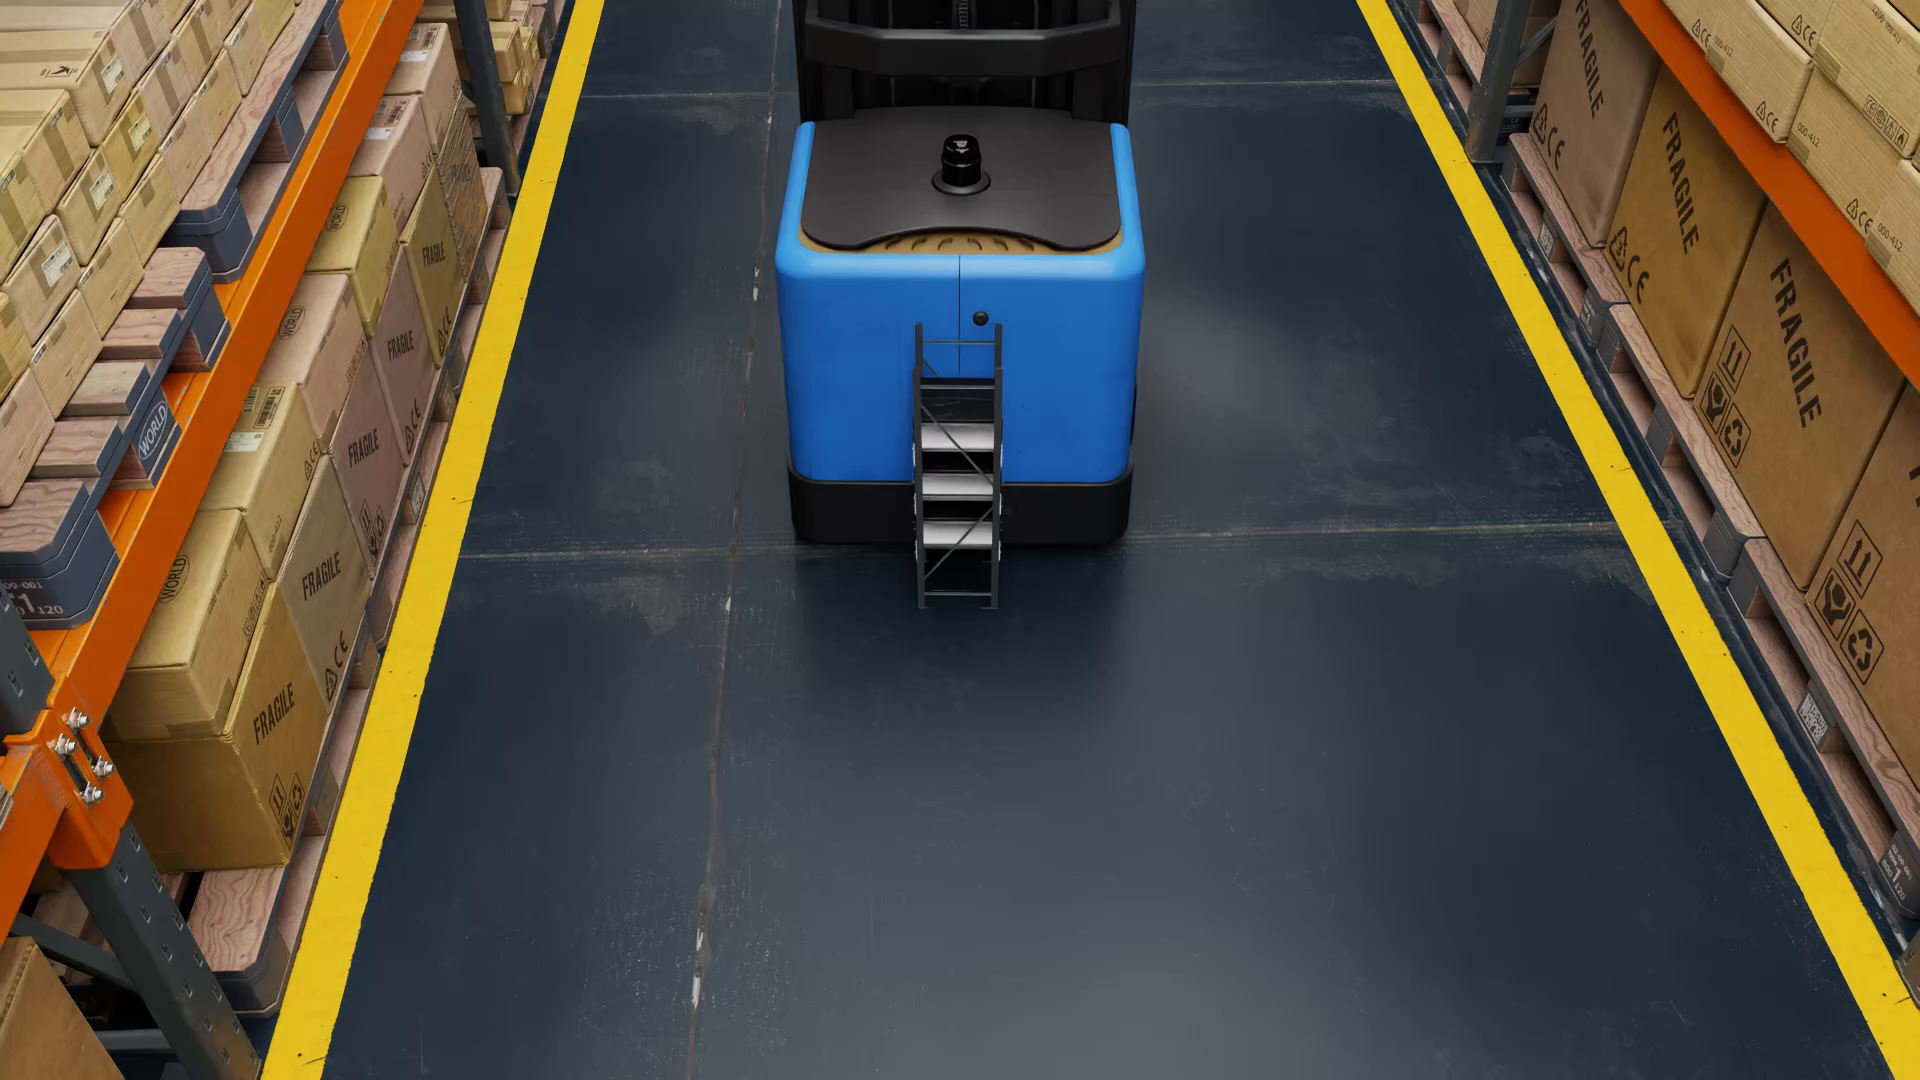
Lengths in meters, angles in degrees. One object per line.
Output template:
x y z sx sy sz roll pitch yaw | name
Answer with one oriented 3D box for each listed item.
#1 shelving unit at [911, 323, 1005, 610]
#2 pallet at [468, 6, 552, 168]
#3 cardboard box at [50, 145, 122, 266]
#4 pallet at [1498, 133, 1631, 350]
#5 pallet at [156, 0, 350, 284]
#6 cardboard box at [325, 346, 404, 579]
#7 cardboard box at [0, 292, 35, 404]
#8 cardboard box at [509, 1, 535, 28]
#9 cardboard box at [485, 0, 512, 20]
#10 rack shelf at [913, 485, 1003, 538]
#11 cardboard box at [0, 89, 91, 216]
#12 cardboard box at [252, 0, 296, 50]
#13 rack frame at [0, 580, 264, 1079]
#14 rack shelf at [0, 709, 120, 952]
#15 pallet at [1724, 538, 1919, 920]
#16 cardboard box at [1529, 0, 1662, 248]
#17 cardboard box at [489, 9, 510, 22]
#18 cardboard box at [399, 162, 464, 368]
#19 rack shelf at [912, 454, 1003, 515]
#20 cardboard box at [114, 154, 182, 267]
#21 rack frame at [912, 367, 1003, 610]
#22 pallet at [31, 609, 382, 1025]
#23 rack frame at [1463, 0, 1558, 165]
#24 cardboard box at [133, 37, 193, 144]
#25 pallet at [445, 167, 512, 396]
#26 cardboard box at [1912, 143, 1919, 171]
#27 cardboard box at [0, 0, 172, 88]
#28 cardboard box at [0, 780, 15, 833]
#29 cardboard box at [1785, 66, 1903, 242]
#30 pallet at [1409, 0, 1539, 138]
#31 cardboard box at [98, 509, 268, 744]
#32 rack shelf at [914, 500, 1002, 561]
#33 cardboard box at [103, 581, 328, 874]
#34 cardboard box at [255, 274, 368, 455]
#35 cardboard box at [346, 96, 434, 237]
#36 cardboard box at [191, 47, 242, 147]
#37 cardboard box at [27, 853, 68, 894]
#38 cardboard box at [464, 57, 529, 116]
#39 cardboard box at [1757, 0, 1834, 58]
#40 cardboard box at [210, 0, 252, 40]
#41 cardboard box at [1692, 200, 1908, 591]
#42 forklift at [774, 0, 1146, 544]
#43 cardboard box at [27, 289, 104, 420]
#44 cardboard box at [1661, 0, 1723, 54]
-0.005 -0.193 4.795 0.258 0.900 0.210 0 43 1 | shelving unit
-2.368 -1.945 7.216 1.003 0.211 1.213 -2 43 -2 | pallet
-1.983 -0.687 3.435 0.380 0.149 0.250 -3 43 -3 | cardboard box
2.745 -1.184 6.386 1.003 0.211 1.213 -2 43 -2 | pallet
-2.259 -1.085 4.355 1.003 0.211 1.213 -2 43 -2 | pallet
-1.961 -0.224 4.814 0.500 0.500 0.500 -3 43 -3 | cardboard box
-1.954 -0.324 3.038 0.380 0.149 0.250 0 43 0 | cardboard box
-2.073 -2.225 7.257 0.380 0.149 0.250 -2 43 -2 | cardboard box
-2.064 -2.270 6.865 0.380 0.149 0.250 0 43 0 | cardboard box
-0.005 -0.102 4.878 0.258 0.077 0.200 0 43 1 | rack shelf
-1.981 -0.766 3.301 0.380 0.149 0.250 -2 43 -2 | cardboard box
-2.031 -1.441 4.477 0.380 0.149 0.250 0 43 0 | cardboard box
-2.134 0.180 2.834 1.000 3.000 0.127 -2 43 -2 | rack frame
-2.049 1.795 1.604 1.077 0.370 4.000 -2 43 -2 | rack shelf
2.849 0.463 4.588 1.003 0.211 1.213 -2 43 -2 | pallet
2.743 -1.686 6.131 0.875 0.875 0.875 0 43 0 | cardboard box
-2.100 -2.156 6.961 0.380 0.149 0.250 -1 43 -1 | cardboard box
-2.000 -0.915 5.567 0.500 0.500 0.500 -3 43 -3 | cardboard box
-0.005 -0.169 4.817 0.258 0.077 0.200 0 43 1 | rack shelf
-1.988 -0.736 3.708 0.380 0.149 0.250 0 43 0 | cardboard box
-0.006 -0.125 4.720 0.240 0.900 0.006 0 43 1 | rack frame
-2.166 0.680 4.352 1.003 0.211 1.213 -2 43 -2 | pallet
2.637 -2.731 6.009 1.000 3.000 0.127 -2 43 -2 | rack frame
-2.003 -1.026 3.804 0.380 0.149 0.250 -2 43 -2 | cardboard box
-2.270 -0.967 6.149 1.003 0.211 1.213 -2 43 -2 | pallet
2.507 -0.825 3.671 0.500 0.250 0.500 -3 43 -3 | cardboard box
-2.005 -1.128 3.695 0.380 0.149 0.250 0 43 0 | cardboard box
-1.847 0.439 2.477 0.500 0.500 0.500 -2 43 -2 | cardboard box
2.483 -0.994 4.225 0.500 0.250 0.500 -2 43 -2 | cardboard box
2.683 -2.218 7.514 1.003 0.211 1.213 -2 43 -2 | pallet
-1.922 0.198 3.799 0.500 0.250 0.500 -3 43 -4 | cardboard box
-0.005 -0.036 4.939 0.258 0.077 0.200 0 43 1 | rack shelf
-1.910 0.462 4.065 0.500 0.500 0.500 -3 43 -4 | cardboard box
-1.952 -0.479 4.537 0.500 0.250 0.500 -1 43 -1 | cardboard box
-2.012 -1.187 5.310 0.500 0.250 0.500 0 43 0 | cardboard box
-2.010 -1.085 4.089 0.380 0.149 0.250 -1 43 -1 | cardboard box
-2.424 0.510 4.013 0.500 0.500 0.500 -2 43 -2 | cardboard box
-1.999 -1.879 6.879 0.380 0.149 0.250 -3 43 -4 | cardboard box
2.443 -1.521 4.430 0.500 0.250 0.500 -3 43 -3 | cardboard box
-2.026 -1.375 4.186 0.380 0.149 0.250 0 43 0 | cardboard box
2.827 -0.473 4.808 0.875 0.875 0.875 -1 43 -1 | cardboard box
0.017 -2.040 5.307 1.130 2.935 3.031 0 43 1 | forklift
-1.963 -0.371 3.310 0.380 0.149 0.250 0 43 0 | cardboard box
2.421 -1.675 4.969 0.500 0.250 0.500 -2 43 -2 | cardboard box
